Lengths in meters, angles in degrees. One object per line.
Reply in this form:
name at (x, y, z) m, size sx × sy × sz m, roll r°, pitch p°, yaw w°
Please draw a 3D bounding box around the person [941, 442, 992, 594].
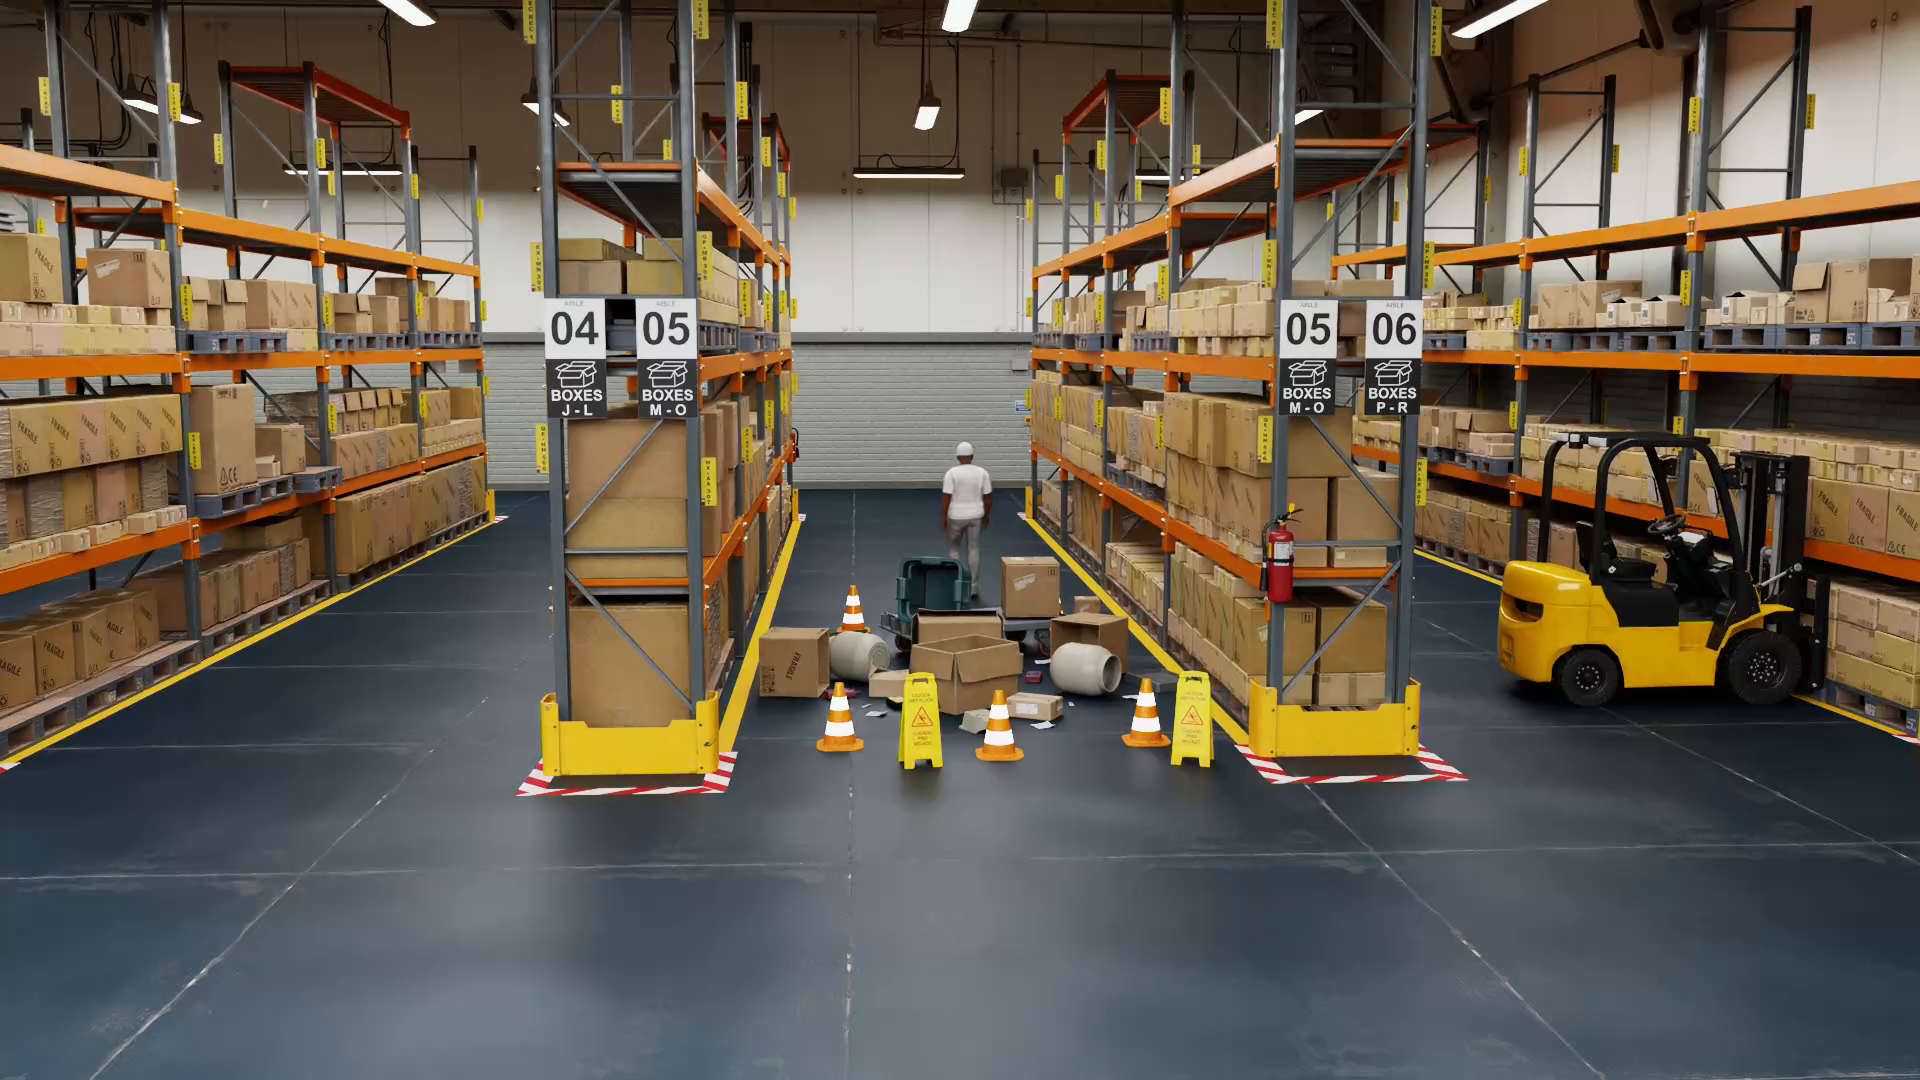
person at (0.061, -0.257, 19.261) m, size 0.606 × 1.773 × 0.826 m, roll -1°, pitch 7°, yaw -6°
